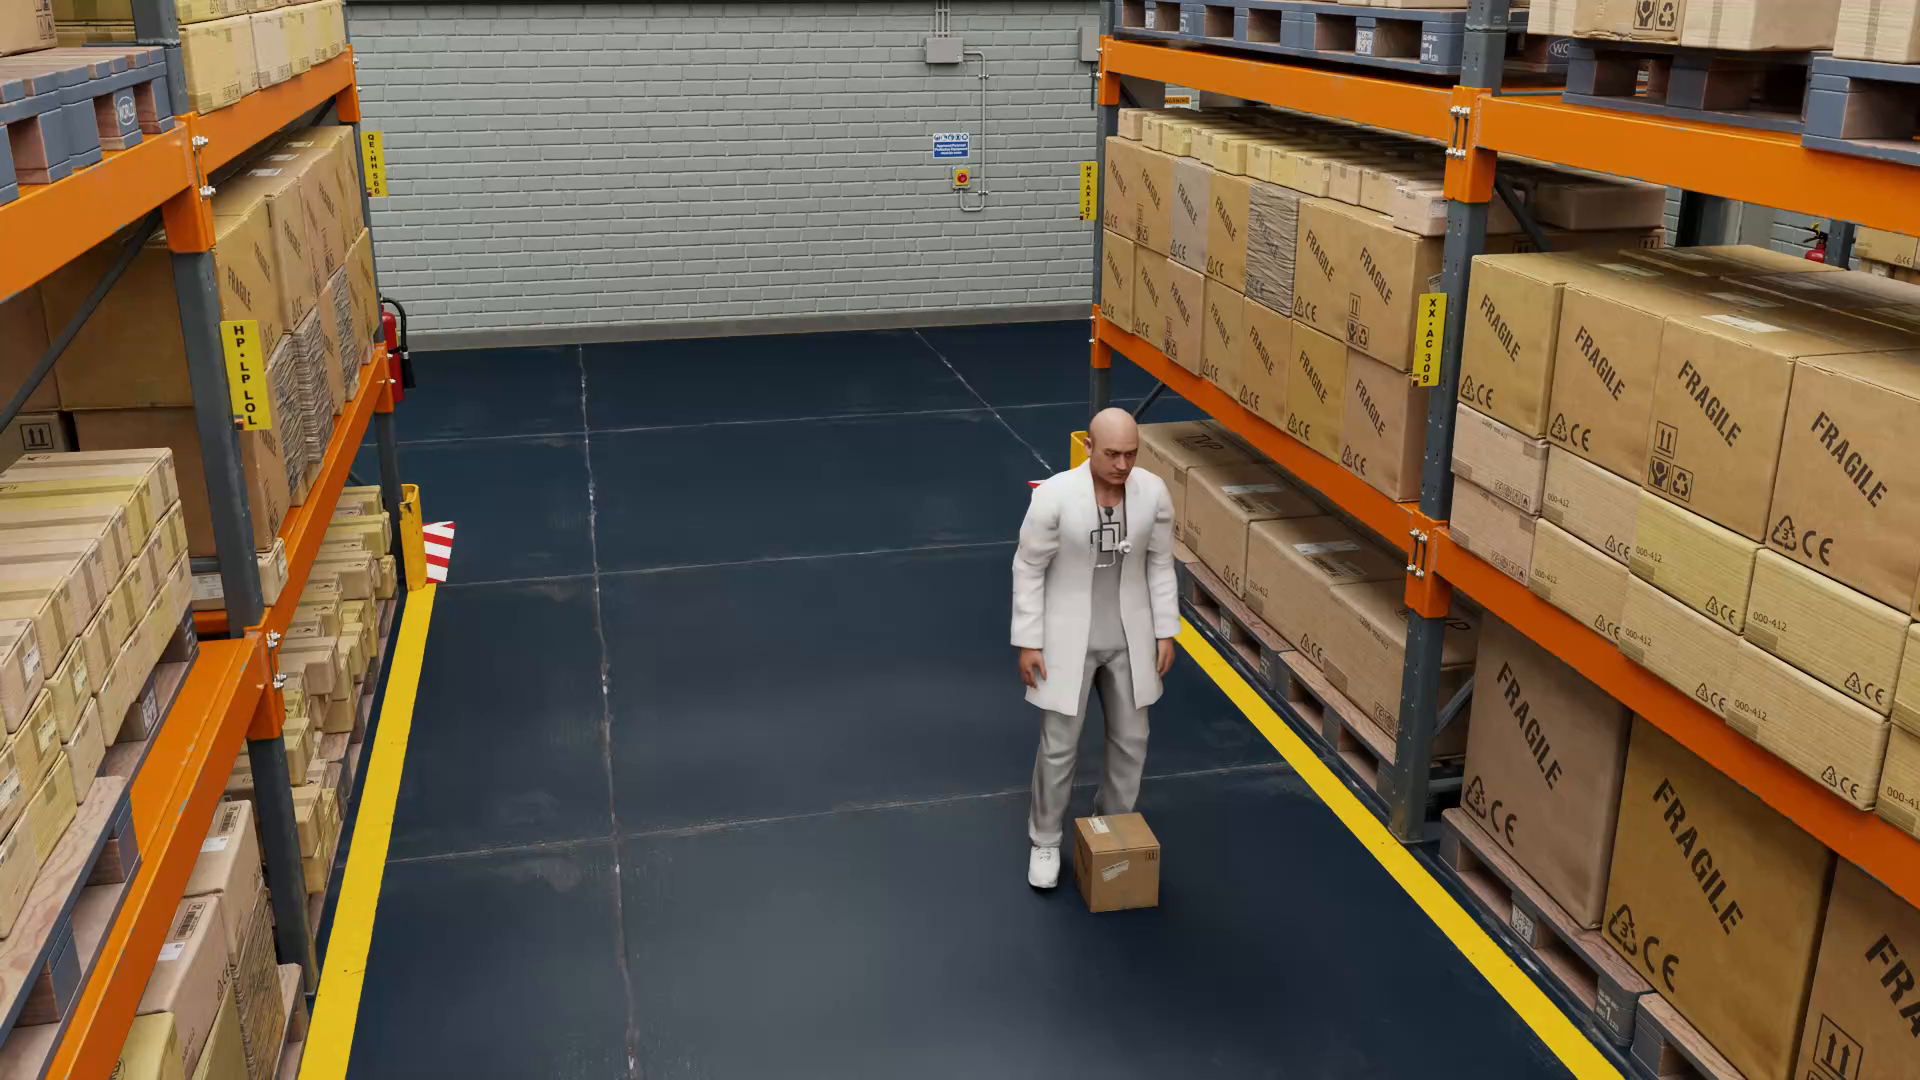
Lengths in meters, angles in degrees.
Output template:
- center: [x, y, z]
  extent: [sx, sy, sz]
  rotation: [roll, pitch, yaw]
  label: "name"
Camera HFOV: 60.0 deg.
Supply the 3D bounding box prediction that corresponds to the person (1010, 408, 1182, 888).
- center: [0.496, 0.374, 6.027]
  extent: [0.641, 1.773, 0.427]
  rotation: [-4, 20, -13]
  label: "person"
